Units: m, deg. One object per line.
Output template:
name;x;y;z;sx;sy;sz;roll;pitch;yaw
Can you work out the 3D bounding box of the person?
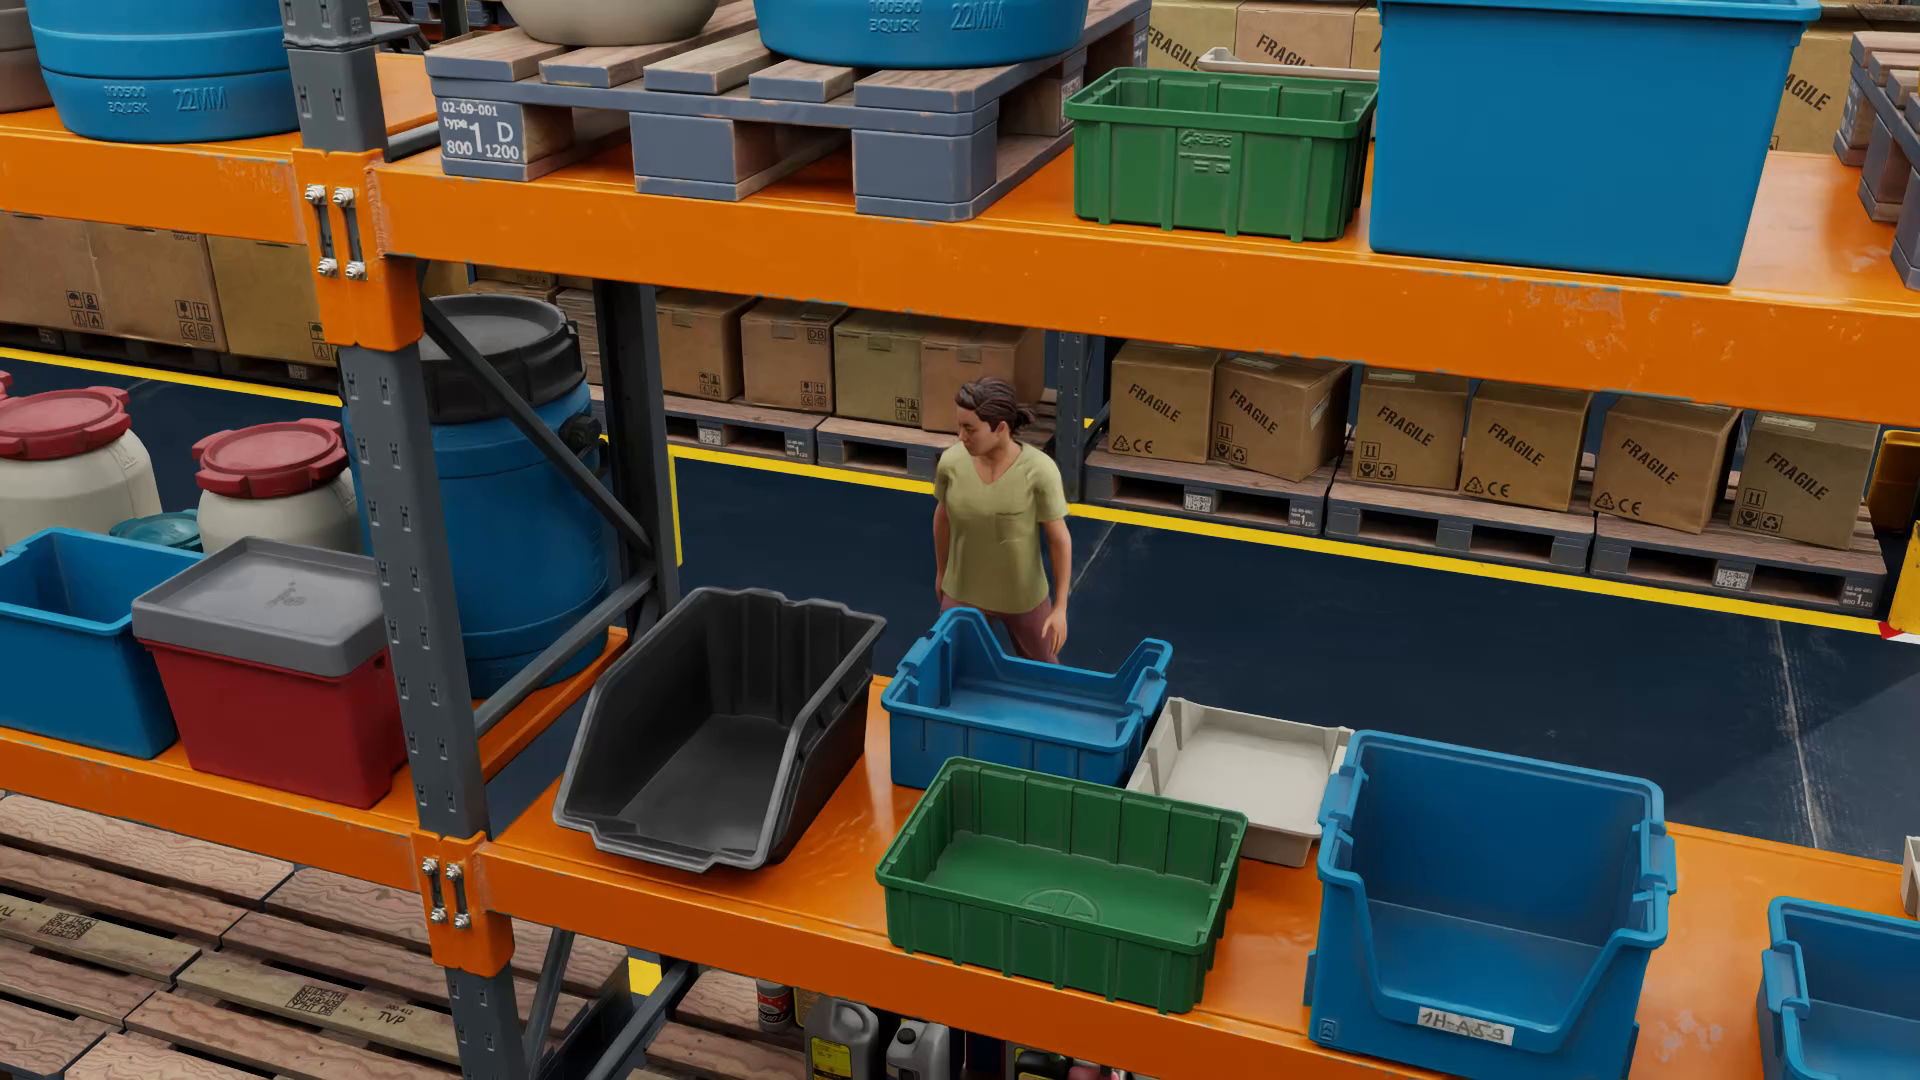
person;0.161;0.206;5.696;0.581;1.640;0.902;3;26;7
